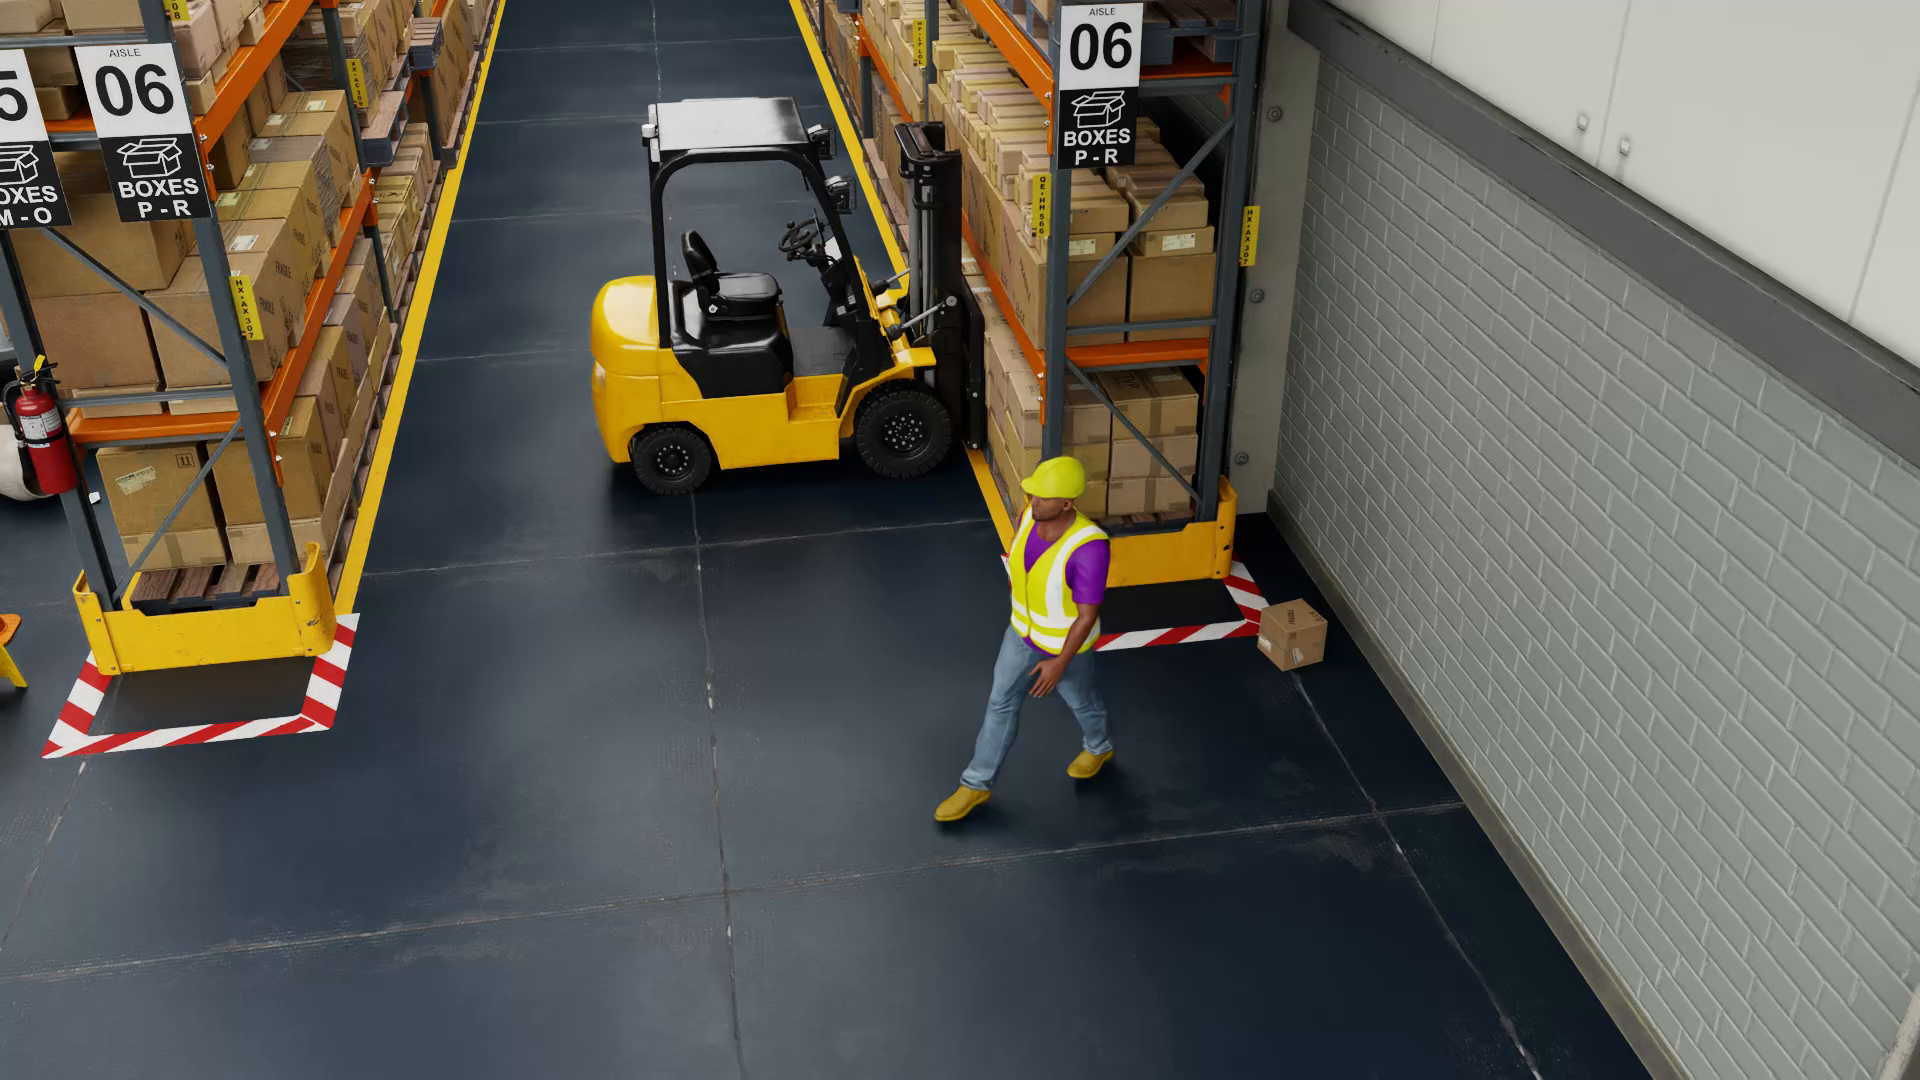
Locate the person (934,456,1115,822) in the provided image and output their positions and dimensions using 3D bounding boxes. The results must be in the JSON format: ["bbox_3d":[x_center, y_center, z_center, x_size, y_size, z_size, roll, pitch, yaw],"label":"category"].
[{"bbox_3d":[0.344,0.433,7.345,0.979,1.722,0.583,-24,38,-34],"label":"person"}]
